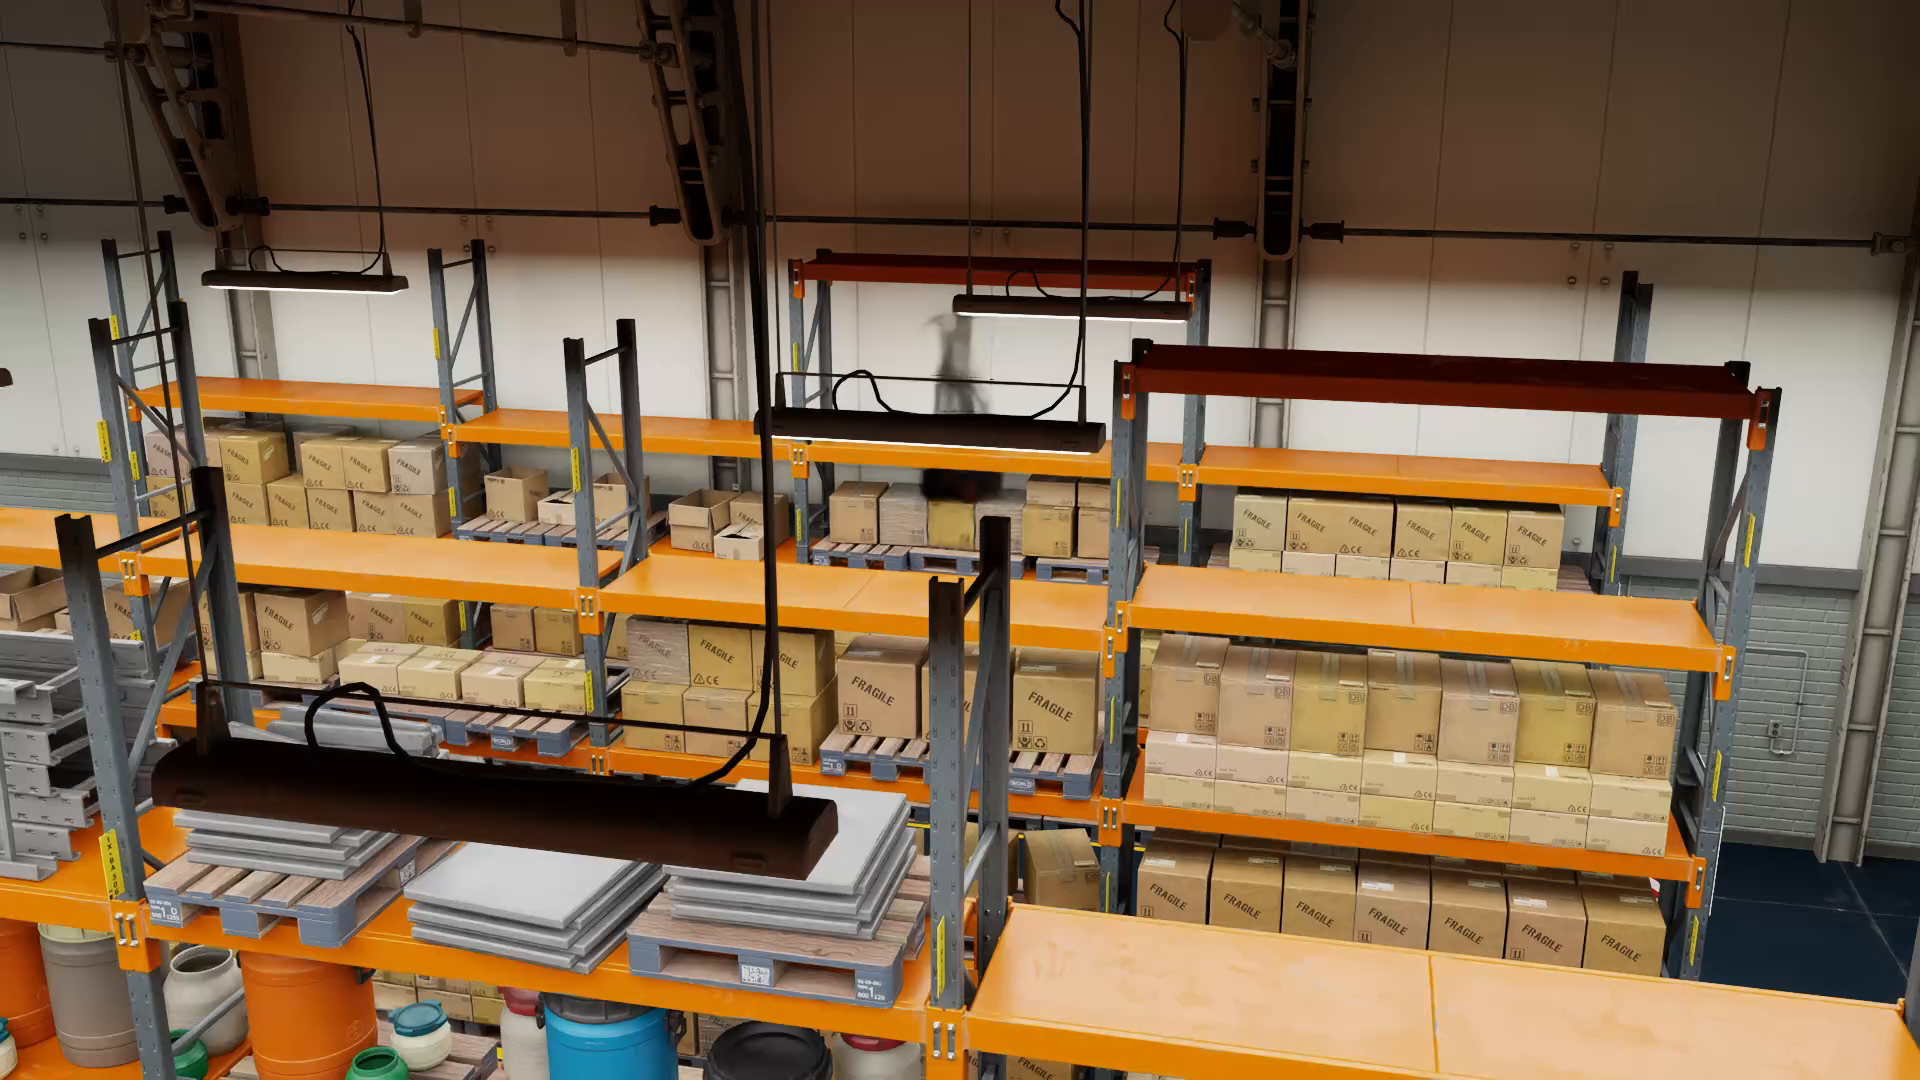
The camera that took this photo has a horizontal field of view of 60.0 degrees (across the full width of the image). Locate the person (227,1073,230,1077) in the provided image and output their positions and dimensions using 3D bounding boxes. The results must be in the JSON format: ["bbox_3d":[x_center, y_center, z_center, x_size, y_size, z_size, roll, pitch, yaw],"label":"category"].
[{"bbox_3d":[-4.785,4.000,11.506,0.938,1.797,0.690,3,17,9],"label":"person"}]

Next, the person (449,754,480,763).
[{"bbox_3d":[-5.044,2.429,16.874,0.936,1.800,0.656,2,16,5],"label":"person"}]
